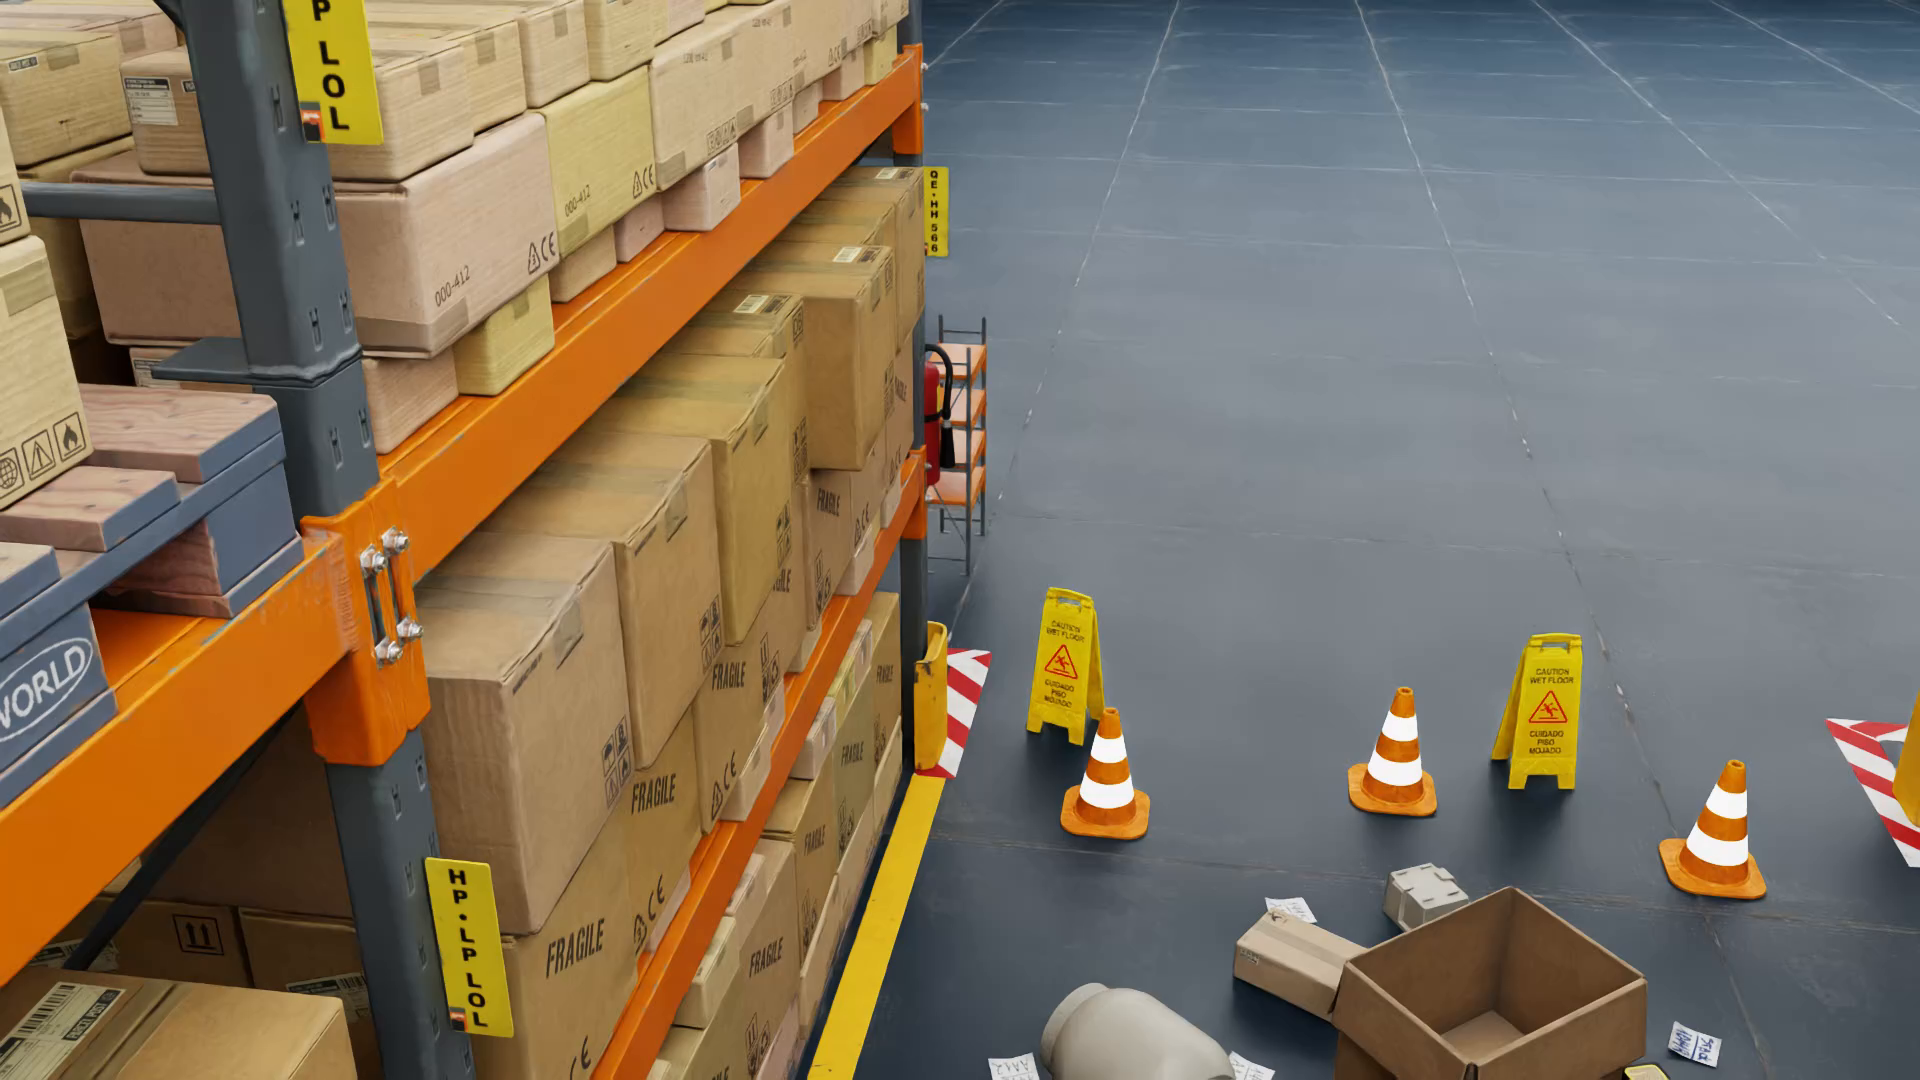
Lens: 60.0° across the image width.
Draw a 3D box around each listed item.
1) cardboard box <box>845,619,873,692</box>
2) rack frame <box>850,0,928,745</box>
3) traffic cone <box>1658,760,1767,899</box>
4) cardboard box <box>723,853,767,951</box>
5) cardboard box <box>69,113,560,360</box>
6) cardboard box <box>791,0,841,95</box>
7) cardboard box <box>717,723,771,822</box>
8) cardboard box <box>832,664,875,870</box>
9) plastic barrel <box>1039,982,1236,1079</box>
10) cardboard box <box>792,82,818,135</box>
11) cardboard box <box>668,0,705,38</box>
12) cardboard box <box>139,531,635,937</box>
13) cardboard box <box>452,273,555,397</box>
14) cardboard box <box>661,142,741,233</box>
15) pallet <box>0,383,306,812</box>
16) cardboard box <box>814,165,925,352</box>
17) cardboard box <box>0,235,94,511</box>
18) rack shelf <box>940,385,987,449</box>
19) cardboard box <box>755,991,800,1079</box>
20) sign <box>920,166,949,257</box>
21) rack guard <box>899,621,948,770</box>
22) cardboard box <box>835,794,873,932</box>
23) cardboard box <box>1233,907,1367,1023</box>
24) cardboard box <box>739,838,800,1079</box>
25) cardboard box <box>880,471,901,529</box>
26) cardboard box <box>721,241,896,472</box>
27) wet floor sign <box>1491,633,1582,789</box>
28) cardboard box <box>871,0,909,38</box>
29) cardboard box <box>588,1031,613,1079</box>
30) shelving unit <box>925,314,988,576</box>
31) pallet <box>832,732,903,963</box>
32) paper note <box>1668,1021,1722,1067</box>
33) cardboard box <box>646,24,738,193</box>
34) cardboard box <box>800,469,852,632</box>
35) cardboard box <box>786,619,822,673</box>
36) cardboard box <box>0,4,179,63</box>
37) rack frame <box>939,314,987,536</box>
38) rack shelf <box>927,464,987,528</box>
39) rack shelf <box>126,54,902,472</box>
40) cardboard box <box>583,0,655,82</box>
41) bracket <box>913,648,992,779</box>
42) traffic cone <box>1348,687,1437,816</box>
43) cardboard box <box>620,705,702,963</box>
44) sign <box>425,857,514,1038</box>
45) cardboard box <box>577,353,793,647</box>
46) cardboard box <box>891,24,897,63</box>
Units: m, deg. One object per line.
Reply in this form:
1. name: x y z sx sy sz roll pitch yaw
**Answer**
1. cardboard box: -0.503 0.368 5.523 0.380 0.149 0.250 5 26 10
2. rack frame: -0.636 -0.565 6.418 1.000 3.000 0.127 4 25 9
3. traffic cone: 2.776 1.009 6.049 0.336 0.463 0.334 4 25 9
4. cardboard box: -0.724 0.926 4.332 0.380 0.149 0.250 5 26 12
5. cardboard box: -0.948 -0.482 2.529 0.500 0.250 0.500 3 25 7
6. cardboard box: -0.617 -1.330 4.340 0.500 0.250 0.500 5 25 10
7. cardboard box: -0.703 0.578 4.273 0.380 0.149 0.250 4 25 9
8. cardboard box: -0.592 0.723 5.532 0.500 0.500 0.500 5 26 10
9. plastic barrel: 0.520 1.571 4.894 0.421 0.421 0.512 -20 32 -36
10. cardboard box: -0.605 -1.217 4.569 0.380 0.149 0.250 4 25 8
11. cardboard box: -0.757 -1.155 3.497 0.380 0.149 0.250 4 25 8
12. cardboard box: -1.004 0.307 2.909 0.700 0.500 0.500 4 25 8
13. cardboard box: -0.896 -0.355 2.729 0.380 0.149 0.250 4 25 9
14. cardboard box: -0.699 -0.783 3.642 0.380 0.149 0.250 4 25 7
15. pallet: -1.496 0.086 1.712 1.213 0.211 1.003 4 25 9
16. cardboard box: -0.504 -0.969 5.633 0.700 0.500 0.500 3 25 7
17. cardboard box: -1.242 -0.118 1.607 0.500 0.250 0.500 4 25 7
18. rack shelf: -0.027 -0.616 8.281 0.258 0.148 0.480 4 25 9
19. cardboard box: -0.767 1.489 4.778 0.500 0.250 0.500 4 25 8
20. sign: -3.740 -0.998 2.291 6.174 3.135 7.992 4 25 9
21. rack guard: -0.648 0.599 6.880 1.175 0.500 0.348 4 25 9
22. cardboard box: -0.595 1.063 5.688 0.500 0.250 0.500 4 25 9
23. cardboard box: 1.143 1.414 5.553 0.380 0.149 0.250 19 31 35
24. cardboard box: -0.765 1.154 4.609 0.500 0.500 0.500 5 26 11
25. cardboard box: -0.418 -0.166 5.863 0.380 0.149 0.250 4 25 8
26. cardboard box: -0.576 -0.537 4.711 0.700 0.500 0.500 4 25 8
27. wet floor sign: 2.315 0.653 6.594 0.267 0.644 0.232 0 25 -1
28. cardboard box: -0.454 -1.757 5.254 0.500 0.250 0.500 4 25 8
29. cardboard box: -0.932 1.003 3.364 0.380 0.149 0.250 5 26 10
30. shelving unit: -0.027 -0.474 8.348 0.258 1.200 0.503 4 25 9
31. pallet: -0.816 1.067 6.220 1.003 0.211 1.213 4 25 9
32. paper note: 2.340 1.602 5.293 0.144 0.017 0.142 13 28 26
33. cardboard box: -0.778 -0.907 3.437 0.500 0.250 0.500 4 25 9
34. cardboard box: -0.624 -0.080 4.915 0.500 0.500 0.500 4 25 8
35. cardboard box: -0.626 0.260 4.952 0.380 0.149 0.250 4 25 8
36. cardboard box: -1.486 -0.759 2.651 0.380 0.149 0.250 3 25 7
37. rack frame: 0.013 -0.576 8.566 0.240 1.200 0.015 4 25 9
38. rack shelf: -0.027 -0.233 8.460 0.258 0.148 0.480 4 25 9
39. rack shelf: -0.963 -0.849 4.106 0.919 0.124 3.809 4 25 9
40. cardboard box: -0.781 -0.935 3.027 0.380 0.149 0.250 4 25 8
41. bracket: -0.604 0.689 7.278 1.378 0.001 1.079 4 25 9
42. traffic cone: 1.717 0.788 6.520 0.336 0.463 0.334 4 25 9
43. cardboard box: -0.884 0.552 3.563 0.500 0.500 0.500 4 25 8
44. sign: -0.741 0.621 2.519 0.100 0.325 0.005 4 25 9
45. cardboard box: -0.790 -0.114 3.806 0.700 0.500 0.500 3 25 7
46. cardboard box: -0.418 -1.641 5.475 0.380 0.149 0.250 4 25 9
